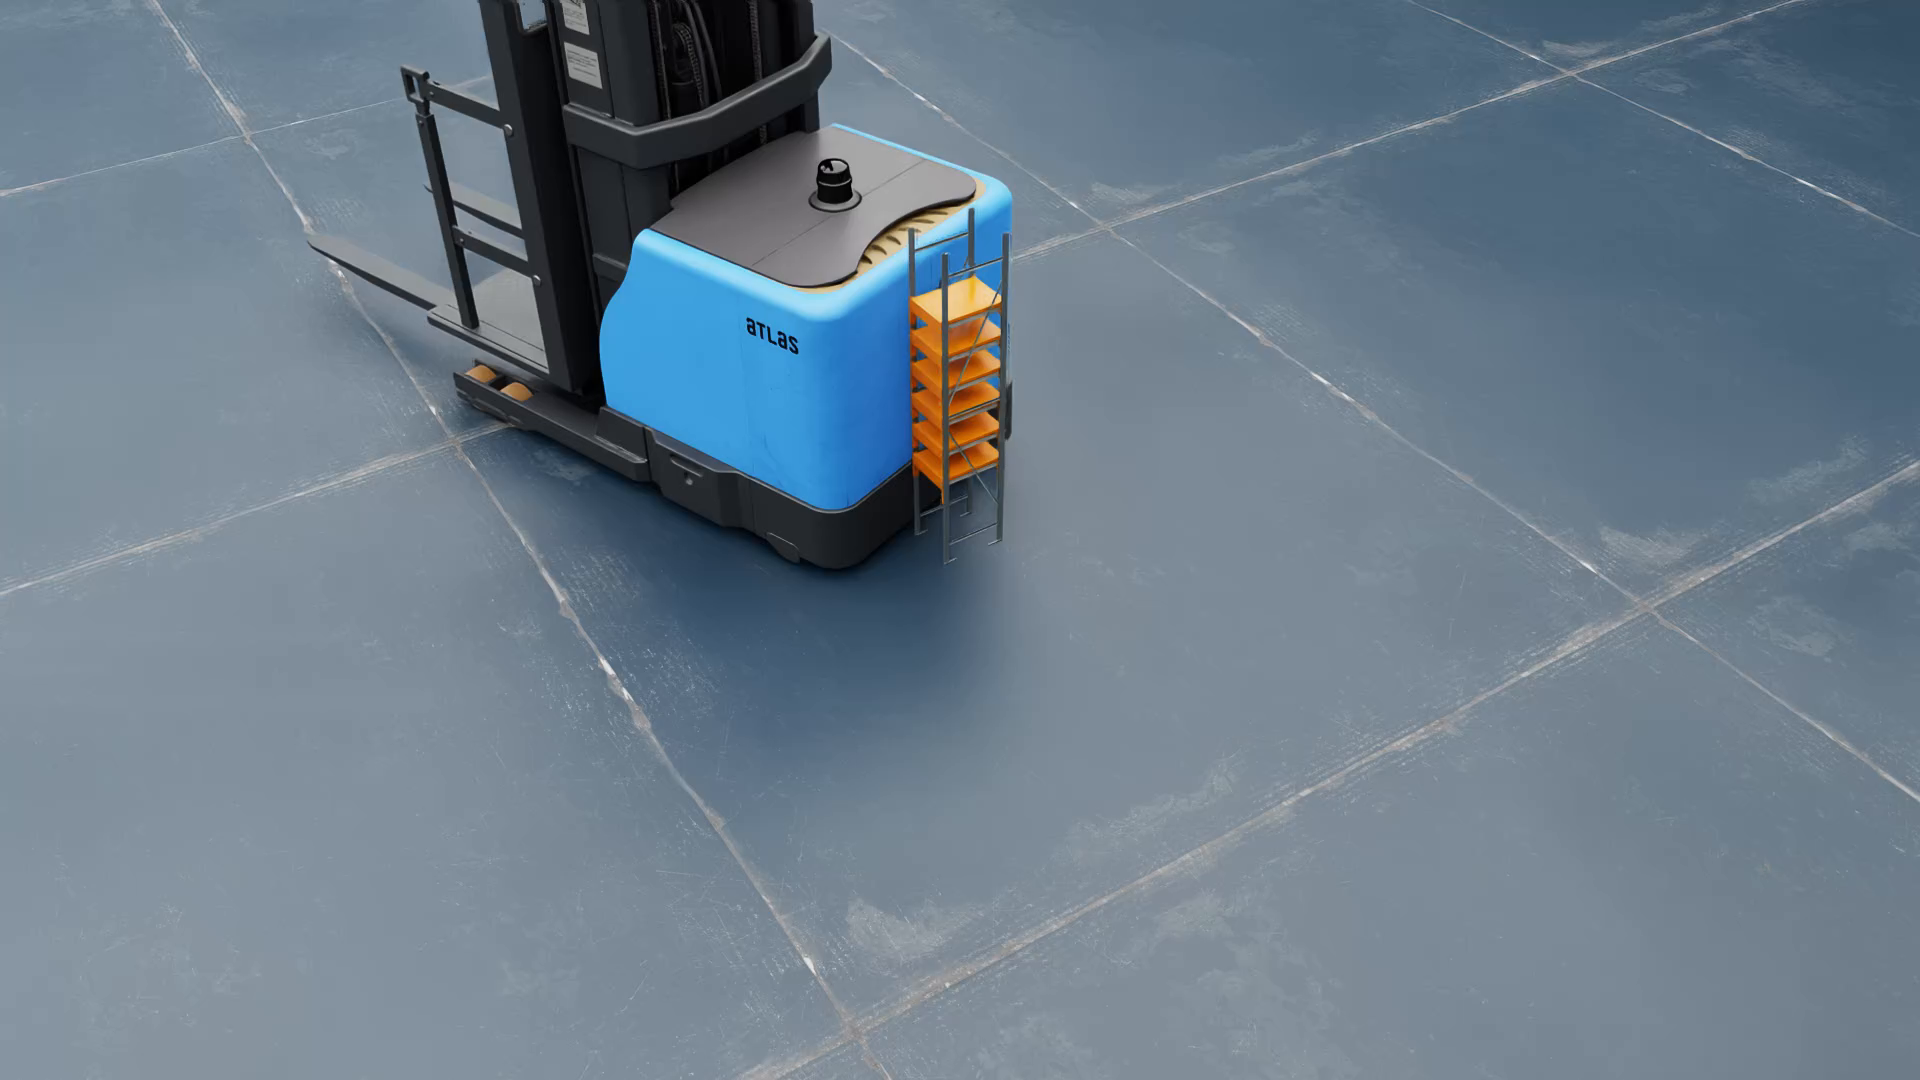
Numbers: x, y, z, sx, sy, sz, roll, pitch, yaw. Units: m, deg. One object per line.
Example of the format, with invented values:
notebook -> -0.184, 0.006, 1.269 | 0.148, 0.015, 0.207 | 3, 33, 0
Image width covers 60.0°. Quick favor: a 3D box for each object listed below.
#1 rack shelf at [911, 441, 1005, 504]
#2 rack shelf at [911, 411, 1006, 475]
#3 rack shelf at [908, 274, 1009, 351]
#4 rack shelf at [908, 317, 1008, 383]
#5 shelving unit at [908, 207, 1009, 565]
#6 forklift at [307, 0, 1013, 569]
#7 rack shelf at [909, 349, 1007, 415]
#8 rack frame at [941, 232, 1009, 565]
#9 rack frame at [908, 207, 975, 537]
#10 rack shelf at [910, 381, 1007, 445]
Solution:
rack shelf -> -0.006, -0.249, 5.556 | 0.258, 0.103, 0.180 | -23, 45, -25
rack shelf -> -0.006, -0.341, 5.479 | 0.258, 0.103, 0.180 | -23, 45, -25
rack shelf -> -0.005, -0.710, 5.172 | 0.258, 0.103, 0.180 | -23, 45, -25
rack shelf -> -0.005, -0.618, 5.249 | 0.258, 0.103, 0.180 | -23, 45, -25
shelving unit -> -0.006, -0.468, 5.374 | 0.258, 1.200, 0.189 | -23, 45, -25
forklift -> -1.297, -1.794, 5.613 | 3.031, 2.935, 1.130 | 25, 46, 27
rack shelf -> -0.006, -0.526, 5.326 | 0.258, 0.103, 0.180 | -23, 45, -25
rack frame -> 0.045, -0.419, 5.316 | 0.240, 1.200, 0.006 | -23, 45, -25
rack frame -> -0.057, -0.516, 5.432 | 0.240, 1.200, 0.006 | -23, 45, -25
rack shelf -> -0.006, -0.434, 5.402 | 0.258, 0.103, 0.180 | -23, 45, -25
